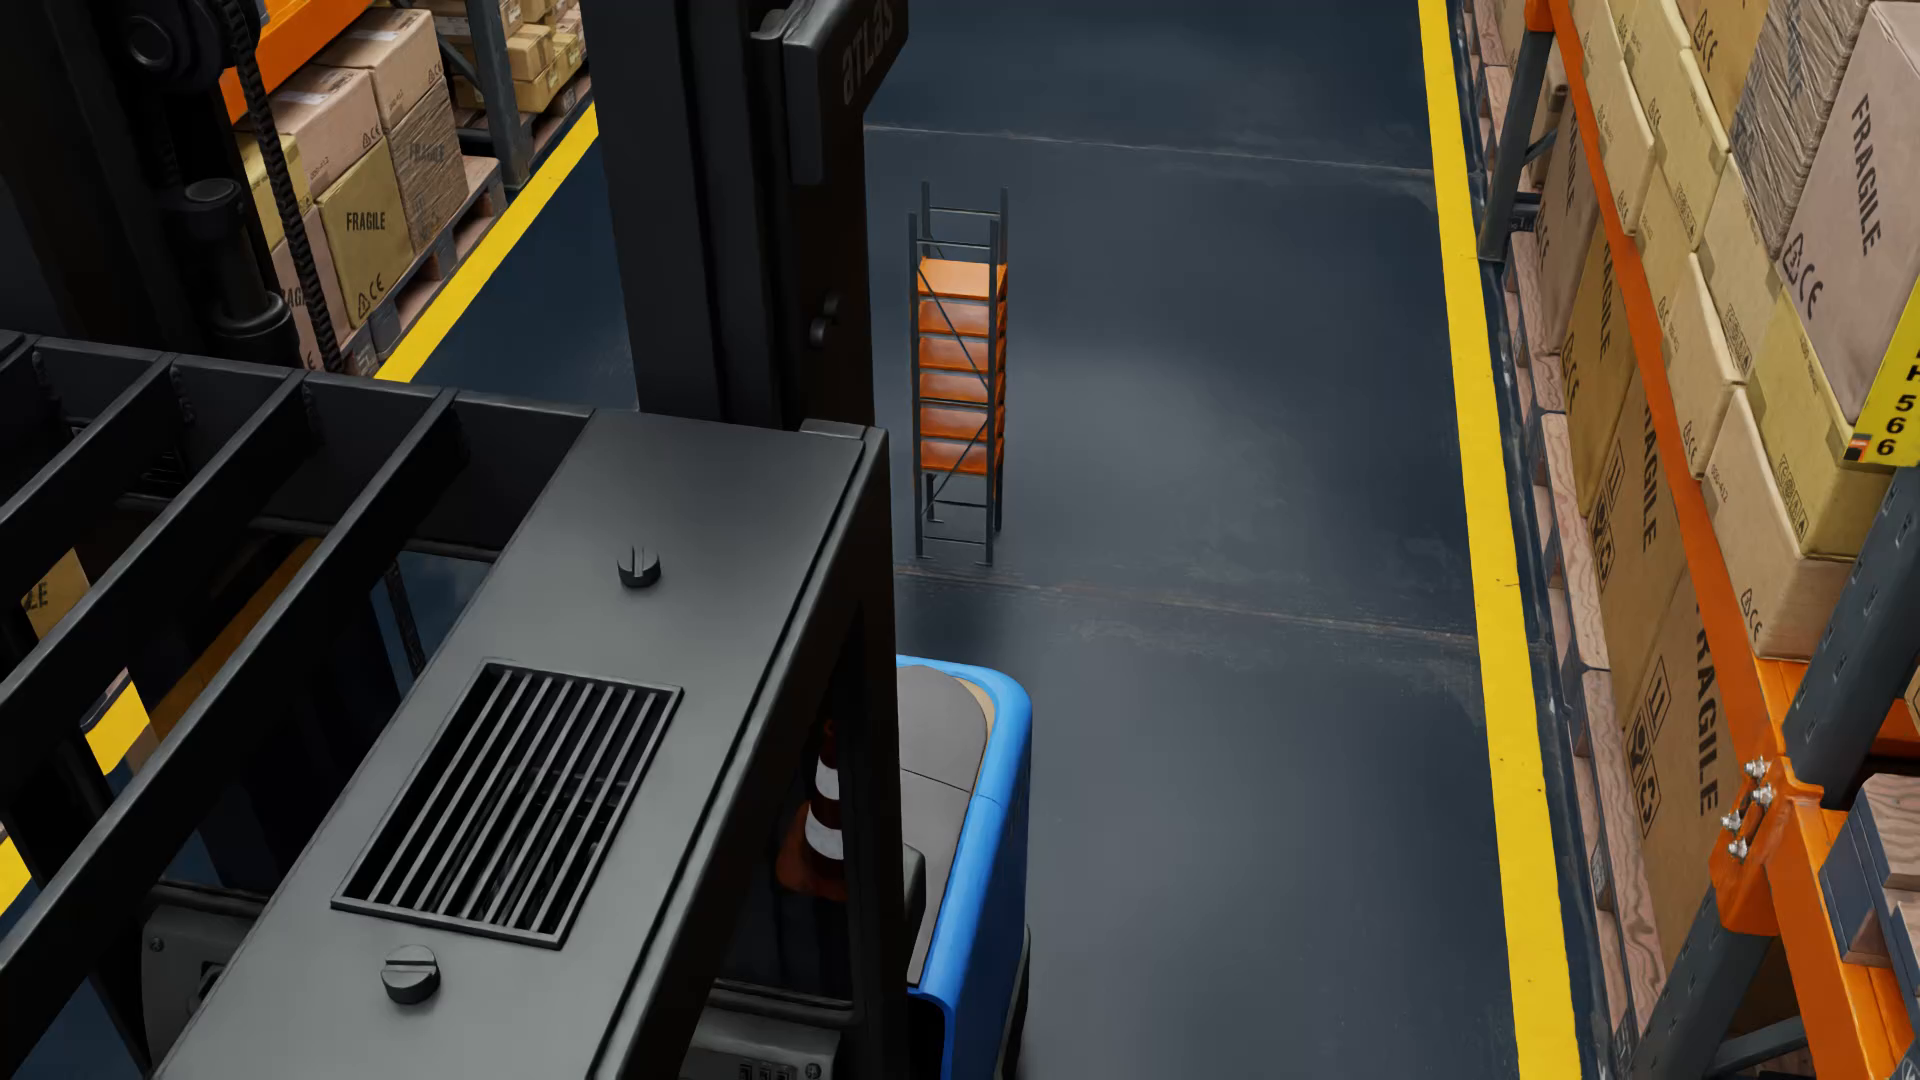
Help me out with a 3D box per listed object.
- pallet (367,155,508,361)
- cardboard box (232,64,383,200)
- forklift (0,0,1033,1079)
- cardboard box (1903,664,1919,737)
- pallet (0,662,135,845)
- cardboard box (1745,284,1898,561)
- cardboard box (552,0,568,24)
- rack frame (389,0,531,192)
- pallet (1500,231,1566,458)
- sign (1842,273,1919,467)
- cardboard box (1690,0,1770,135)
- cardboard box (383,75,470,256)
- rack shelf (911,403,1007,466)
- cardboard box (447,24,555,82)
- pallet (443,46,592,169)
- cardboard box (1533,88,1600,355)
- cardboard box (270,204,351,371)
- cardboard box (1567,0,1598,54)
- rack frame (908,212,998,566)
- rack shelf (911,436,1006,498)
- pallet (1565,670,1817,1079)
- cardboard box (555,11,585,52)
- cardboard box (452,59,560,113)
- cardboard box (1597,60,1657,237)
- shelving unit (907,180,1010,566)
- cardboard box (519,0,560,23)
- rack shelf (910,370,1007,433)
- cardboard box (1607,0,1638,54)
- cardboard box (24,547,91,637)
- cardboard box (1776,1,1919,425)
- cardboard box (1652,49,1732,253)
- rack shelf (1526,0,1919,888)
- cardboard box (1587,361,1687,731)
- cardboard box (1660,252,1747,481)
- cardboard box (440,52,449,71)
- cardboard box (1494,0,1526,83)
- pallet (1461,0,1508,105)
[{"bbox_3d":[-2.474,-1.159,6.486,1.003,0.211,1.213,6,40,8],"label":"pallet"},{"bbox_3d":[-2.323,-1.394,5.625,0.500,0.250,0.500,8,40,10],"label":"cardboard box"},{"bbox_3d":[-0.656,0.811,1.969,1.130,2.935,3.031,8,40,9],"label":"forklift"},{"bbox_3d":[1.554,0.212,1.998,0.500,0.500,0.500,5,40,6],"label":"cardboard box"},{"bbox_3d":[-2.896,0.372,4.634,1.003,0.211,1.213,6,40,8],"label":"pallet"},{"bbox_3d":[1.693,-0.197,2.859,0.500,0.250,0.500,6,40,8],"label":"cardboard box"},{"bbox_3d":[-2.001,-2.418,7.495,0.380,0.149,0.250,6,40,7],"label":"cardboard box"},{"bbox_3d":[-2.341,-2.723,6.189,1.000,3.000,0.127,6,40,8],"label":"rack frame"},{"bbox_3d":[2.493,-0.673,5.898,1.003,0.211,1.213,6,40,8],"label":"pallet"},{"bbox_3d":[1.313,-0.235,2.272,0.100,0.325,0.005,6,40,8],"label":"sign"},{"bbox_3d":[1.865,-1.141,3.413,0.500,0.500,0.500,6,40,8],"label":"cardboard box"},{"bbox_3d":[-2.221,-1.429,6.256,0.500,0.500,0.500,6,40,7],"label":"cardboard box"},{"bbox_3d":[-0.002,-0.327,4.961,0.258,0.103,0.180,6,40,8],"label":"rack shelf"},{"bbox_3d":[-1.963,-2.093,7.101,0.380,0.149,0.250,8,40,10],"label":"cardboard box"},{"bbox_3d":[-2.259,-2.073,7.592,1.003,0.211,1.213,6,40,8],"label":"pallet"},{"bbox_3d":[2.524,-1.185,5.667,0.875,0.875,0.875,8,40,9],"label":"cardboard box"},{"bbox_3d":[-2.403,-0.785,5.478,0.500,0.500,0.500,6,40,7],"label":"cardboard box"},{"bbox_3d":[2.128,-1.610,4.962,0.500,0.250,0.500,5,40,7],"label":"cardboard box"},{"bbox_3d":[-0.018,-0.396,4.787,0.240,1.200,0.006,6,40,8],"label":"rack frame"},{"bbox_3d":[-0.003,-0.234,5.038,0.258,0.103,0.180,6,40,8],"label":"rack shelf"},{"bbox_3d":[2.071,0.858,4.046,1.003,0.211,1.213,6,40,8],"label":"pallet"},{"bbox_3d":[-1.923,-2.308,7.595,0.380,0.149,0.250,6,40,7],"label":"cardboard box"},{"bbox_3d":[-1.961,-1.979,7.197,0.380,0.149,0.250,5,40,6],"label":"cardboard box"},{"bbox_3d":[1.928,-0.978,4.196,0.500,0.250,0.500,6,40,7],"label":"cardboard box"},{"bbox_3d":[-0.002,-0.453,4.857,0.258,1.200,0.189,6,40,8],"label":"shelving unit"},{"bbox_3d":[-1.971,-2.375,7.209,0.380,0.149,0.250,8,40,10],"label":"cardboard box"},{"bbox_3d":[-0.002,-0.419,4.885,0.258,0.103,0.180,6,40,8],"label":"rack shelf"},{"bbox_3d":[2.022,-1.486,4.419,0.500,0.250,0.500,7,40,8],"label":"cardboard box"},{"bbox_3d":[-2.659,0.173,4.318,0.500,0.500,0.500,5,40,6],"label":"cardboard box"},{"bbox_3d":[1.692,-0.507,2.646,0.500,0.500,0.500,5,40,6],"label":"cardboard box"},{"bbox_3d":[1.847,-0.842,3.640,0.500,0.250,0.500,5,40,7],"label":"cardboard box"},{"bbox_3d":[2.206,-0.708,4.317,1.077,0.370,4.000,6,40,8],"label":"rack shelf"},{"bbox_3d":[2.220,-0.057,4.302,0.875,0.875,0.875,7,40,8],"label":"cardboard box"},{"bbox_3d":[1.765,-0.340,3.425,0.500,0.250,0.500,7,40,8],"label":"cardboard box"},{"bbox_3d":[-2.481,-2.223,7.493,0.380,0.149,0.250,7,40,9],"label":"cardboard box"},{"bbox_3d":[2.921,-2.359,7.430,0.875,0.438,0.875,5,40,6],"label":"cardboard box"},{"bbox_3d":[2.970,-2.402,7.990,1.003,0.211,1.213,6,40,8],"label":"pallet"}]
